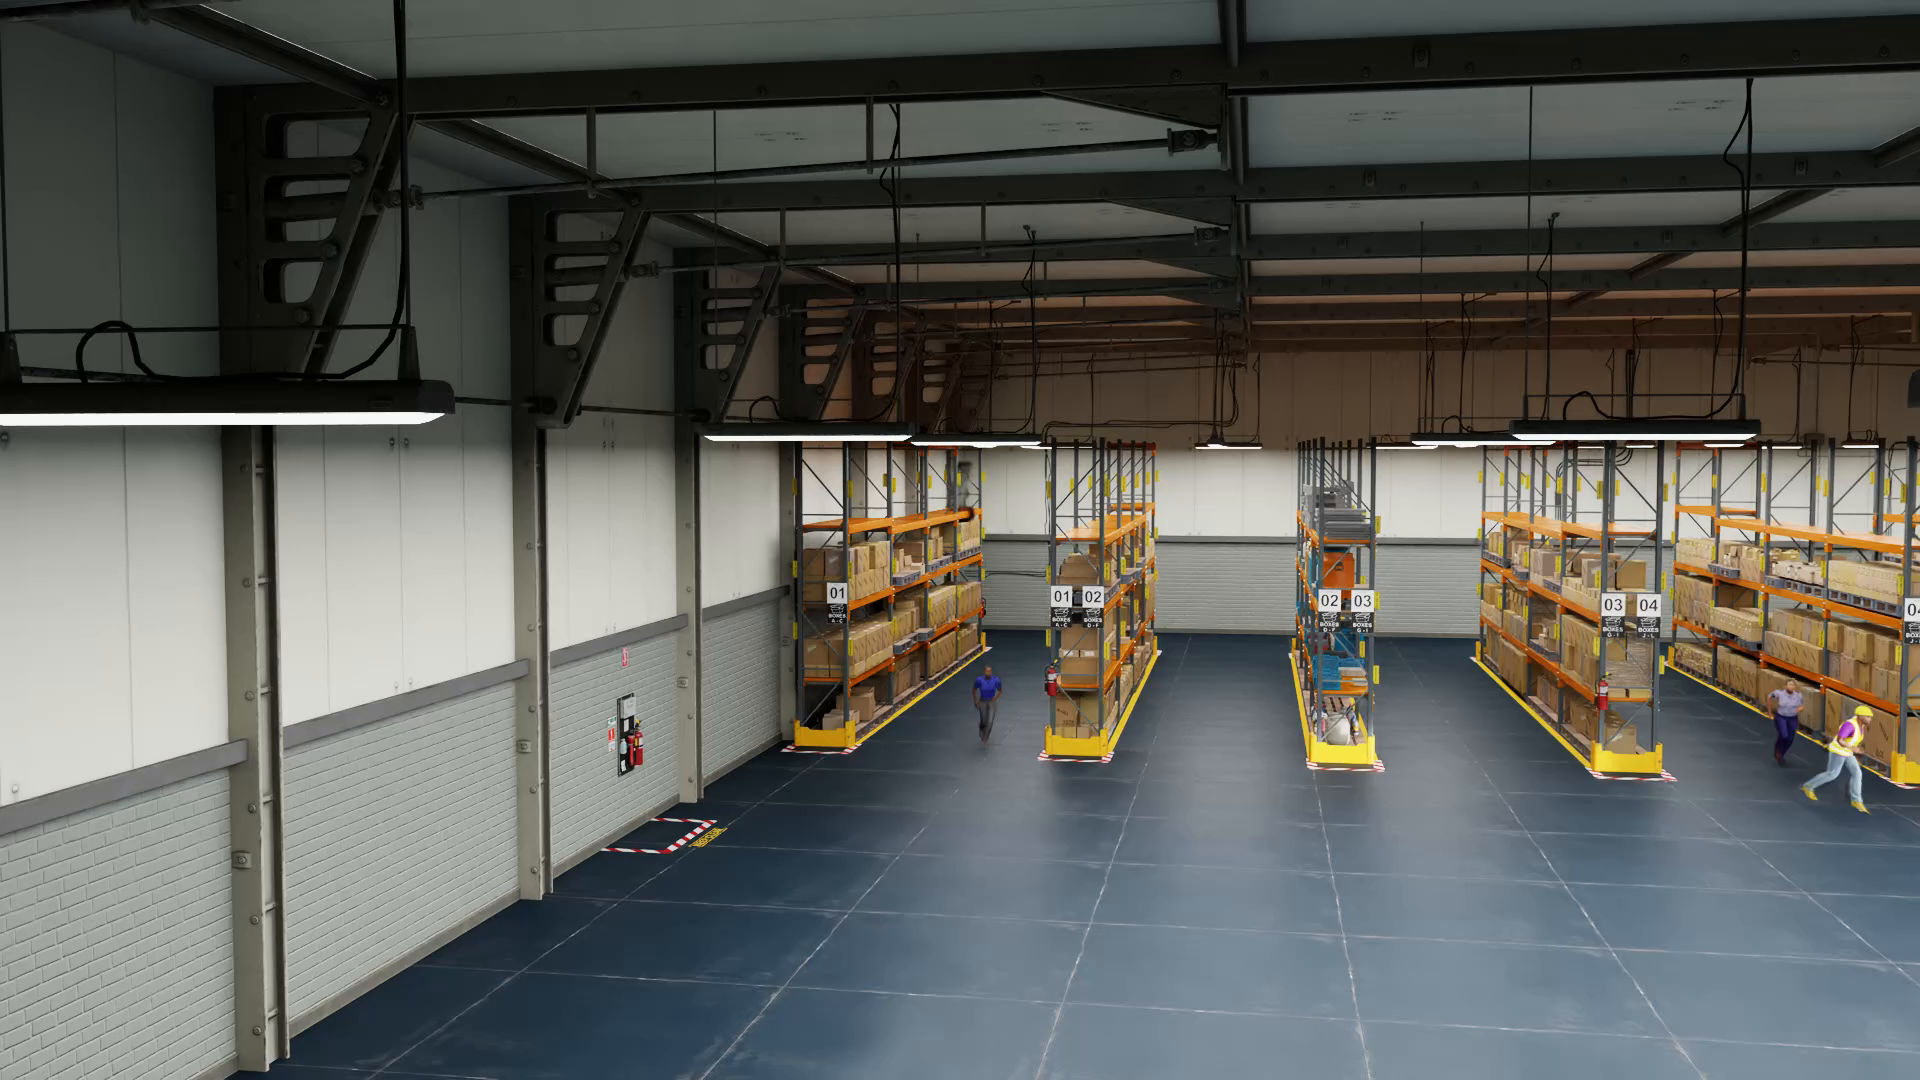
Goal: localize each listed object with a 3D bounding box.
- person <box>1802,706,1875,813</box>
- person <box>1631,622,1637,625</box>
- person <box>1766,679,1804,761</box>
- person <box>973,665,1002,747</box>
[{"bbox_3d":[14.131,3.483,26.763,1.057,1.715,0.744,3,4,44],"label":"person"},{"bbox_3d":[18.084,2.456,44.826,0.740,1.674,0.679,2,4,31],"label":"person"},{"bbox_3d":[15.097,3.300,30.383,0.558,1.558,0.746,0,3,5],"label":"person"},{"bbox_3d":[0.542,3.226,32.377,0.561,1.583,0.602,0,3,-7],"label":"person"}]
